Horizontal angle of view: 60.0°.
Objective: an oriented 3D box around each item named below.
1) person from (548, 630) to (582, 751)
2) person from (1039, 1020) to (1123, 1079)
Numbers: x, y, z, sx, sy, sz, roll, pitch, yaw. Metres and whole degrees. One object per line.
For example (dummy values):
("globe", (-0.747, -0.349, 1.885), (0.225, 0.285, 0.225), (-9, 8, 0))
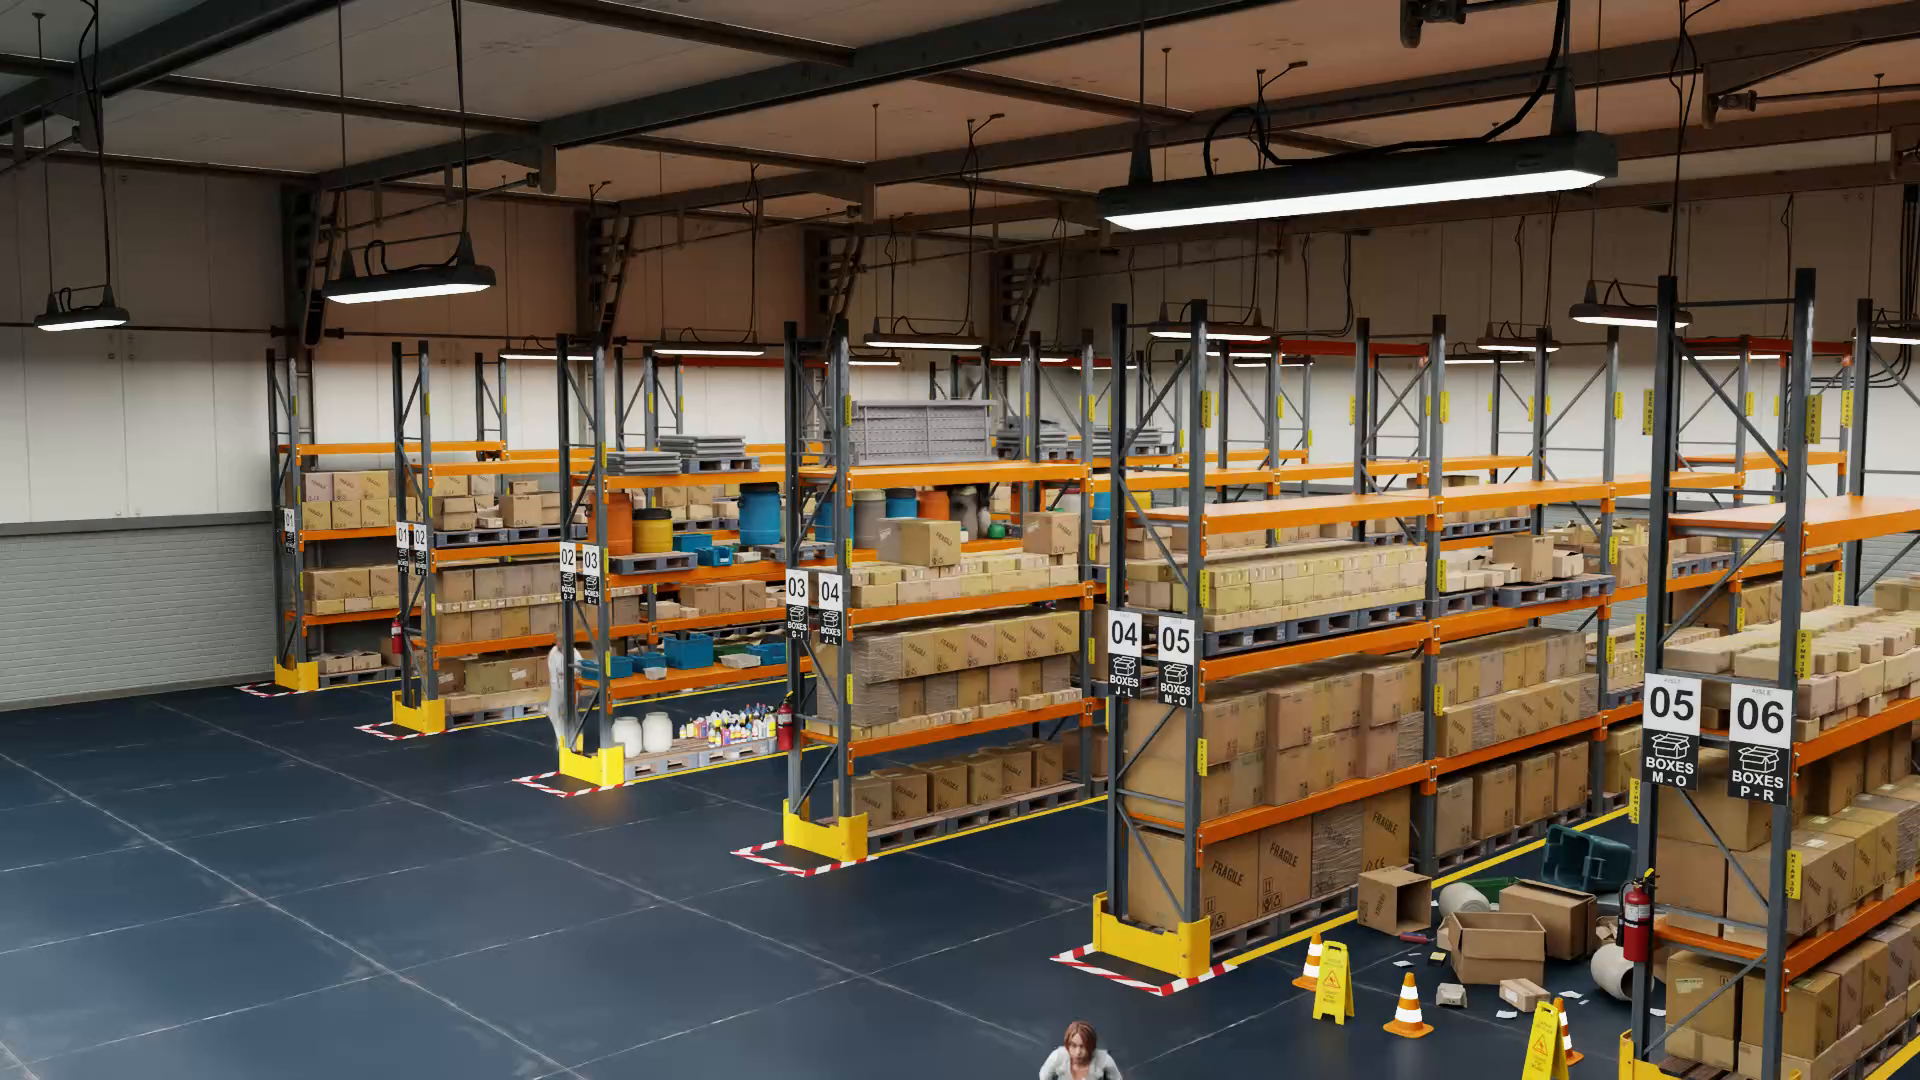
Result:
("person", (-5.806, 2.204, 24.332), (0.660, 1.822, 0.808), (1, 5, 14))
("person", (0.740, 3.560, 10.015), (0.533, 1.538, 0.696), (1, 5, 7))
